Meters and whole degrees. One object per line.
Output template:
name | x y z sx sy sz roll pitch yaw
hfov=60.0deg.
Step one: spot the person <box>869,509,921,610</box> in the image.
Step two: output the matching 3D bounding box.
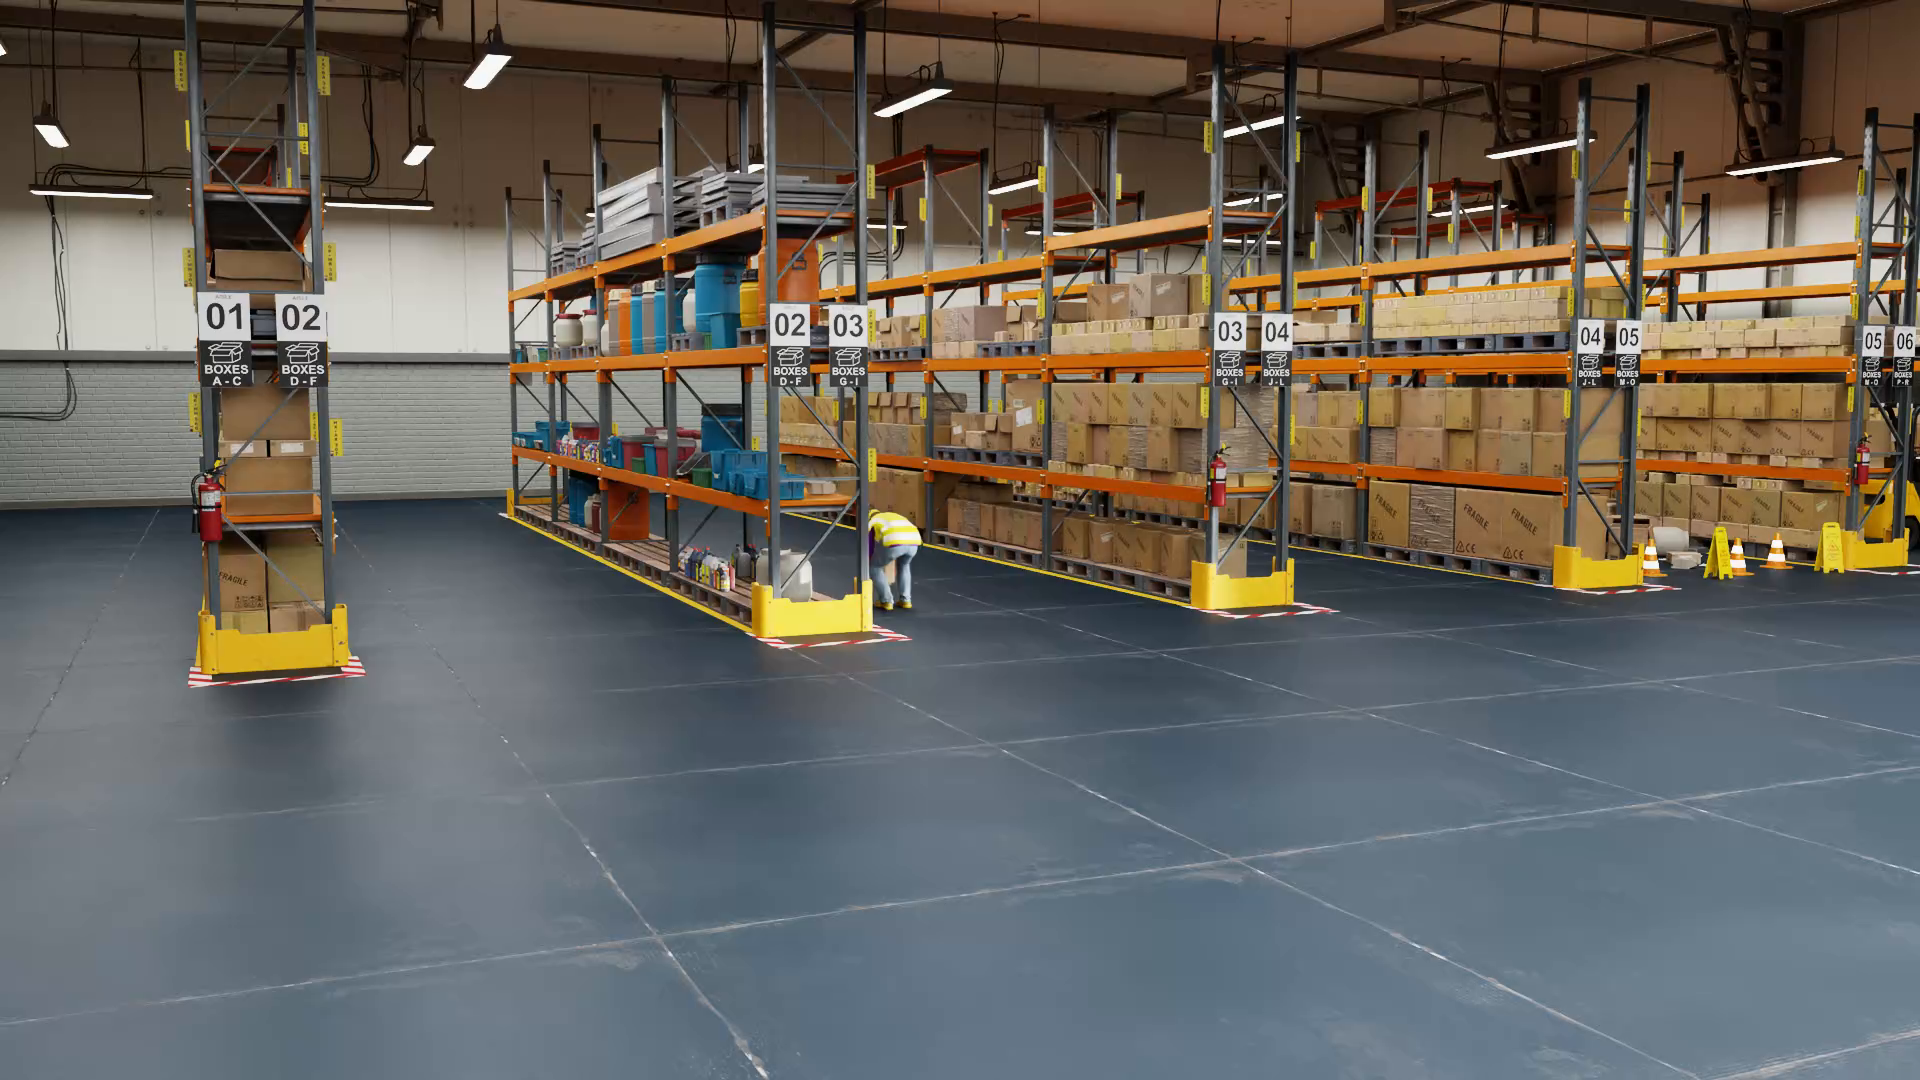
person | -0.792 0.208 18.298 0.513 1.041 0.966 -3 6 -26
